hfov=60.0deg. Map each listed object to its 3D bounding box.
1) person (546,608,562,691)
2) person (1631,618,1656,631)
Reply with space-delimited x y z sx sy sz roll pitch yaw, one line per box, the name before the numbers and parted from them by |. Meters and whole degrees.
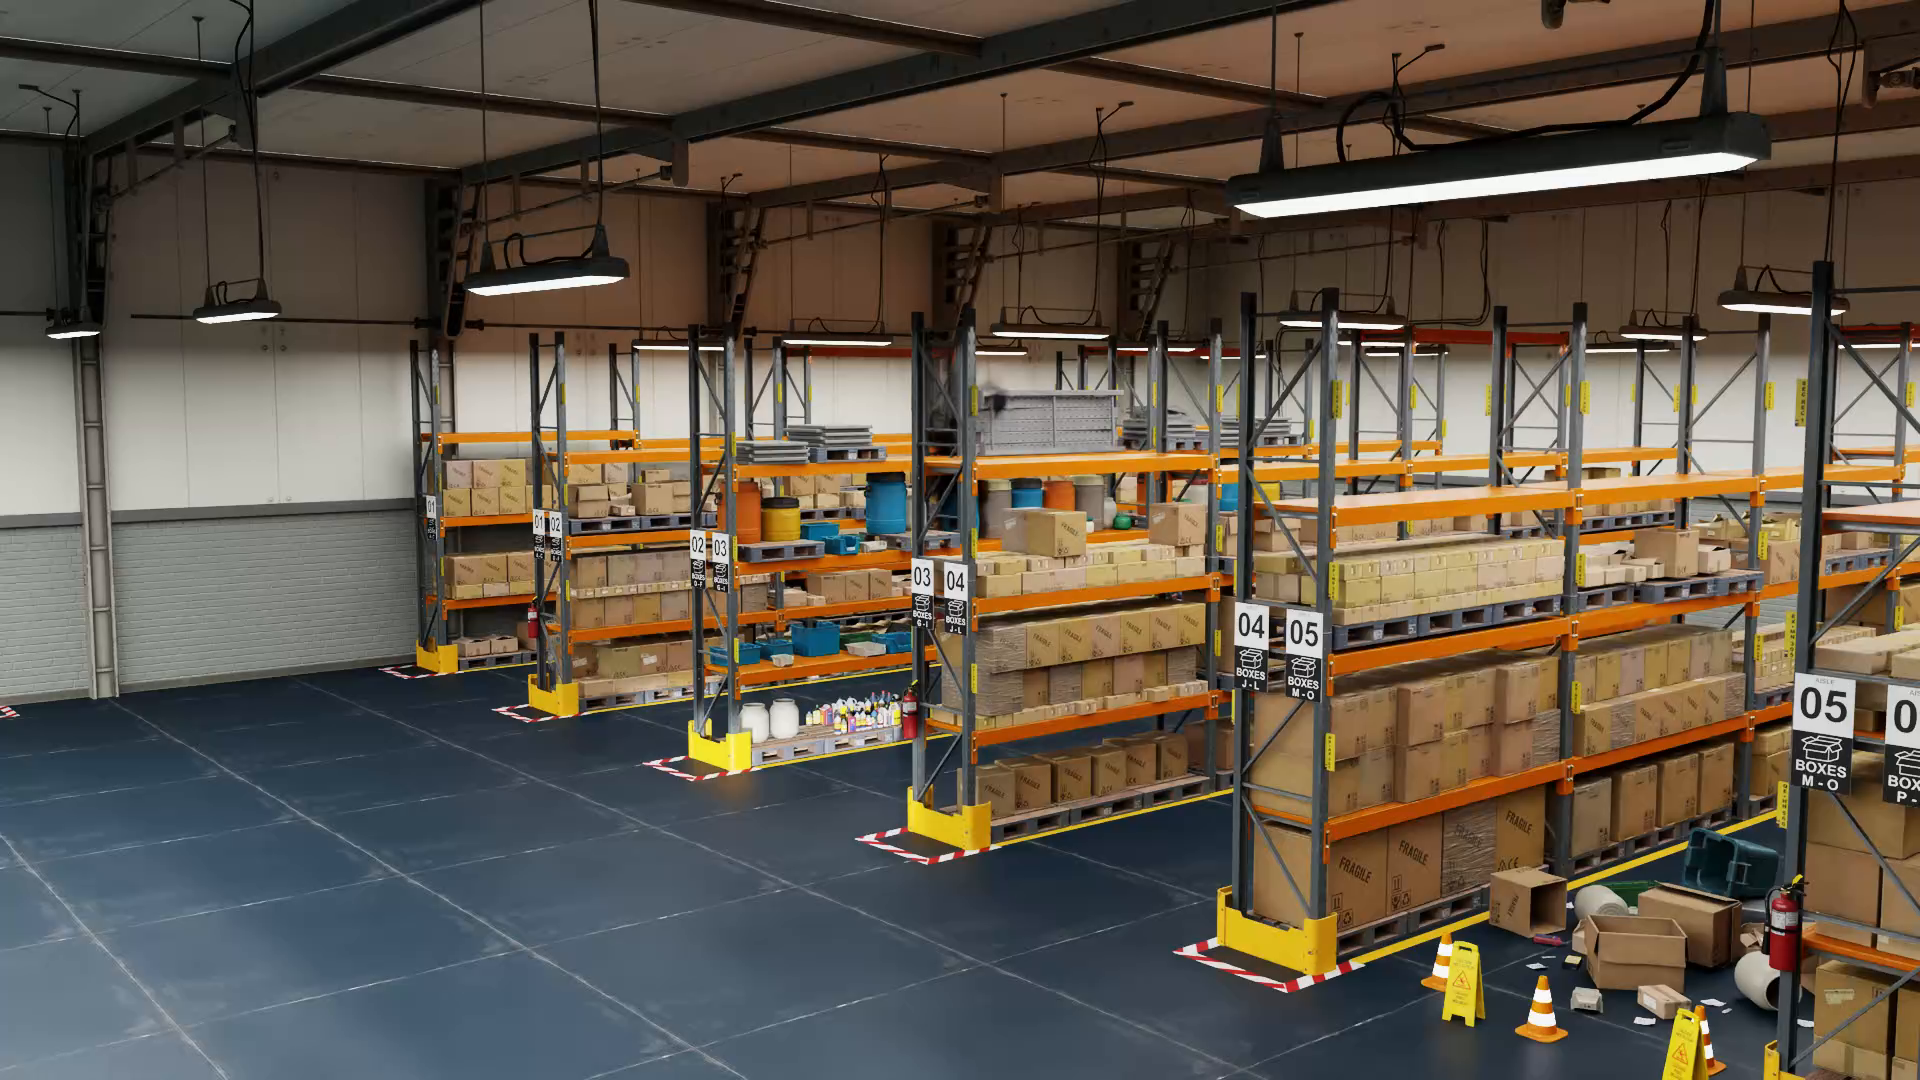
person | -6.747 1.685 28.292 0.661 1.727 0.663 5 7 43
person | 10.437 1.953 25.259 0.709 1.762 0.945 5 7 41
